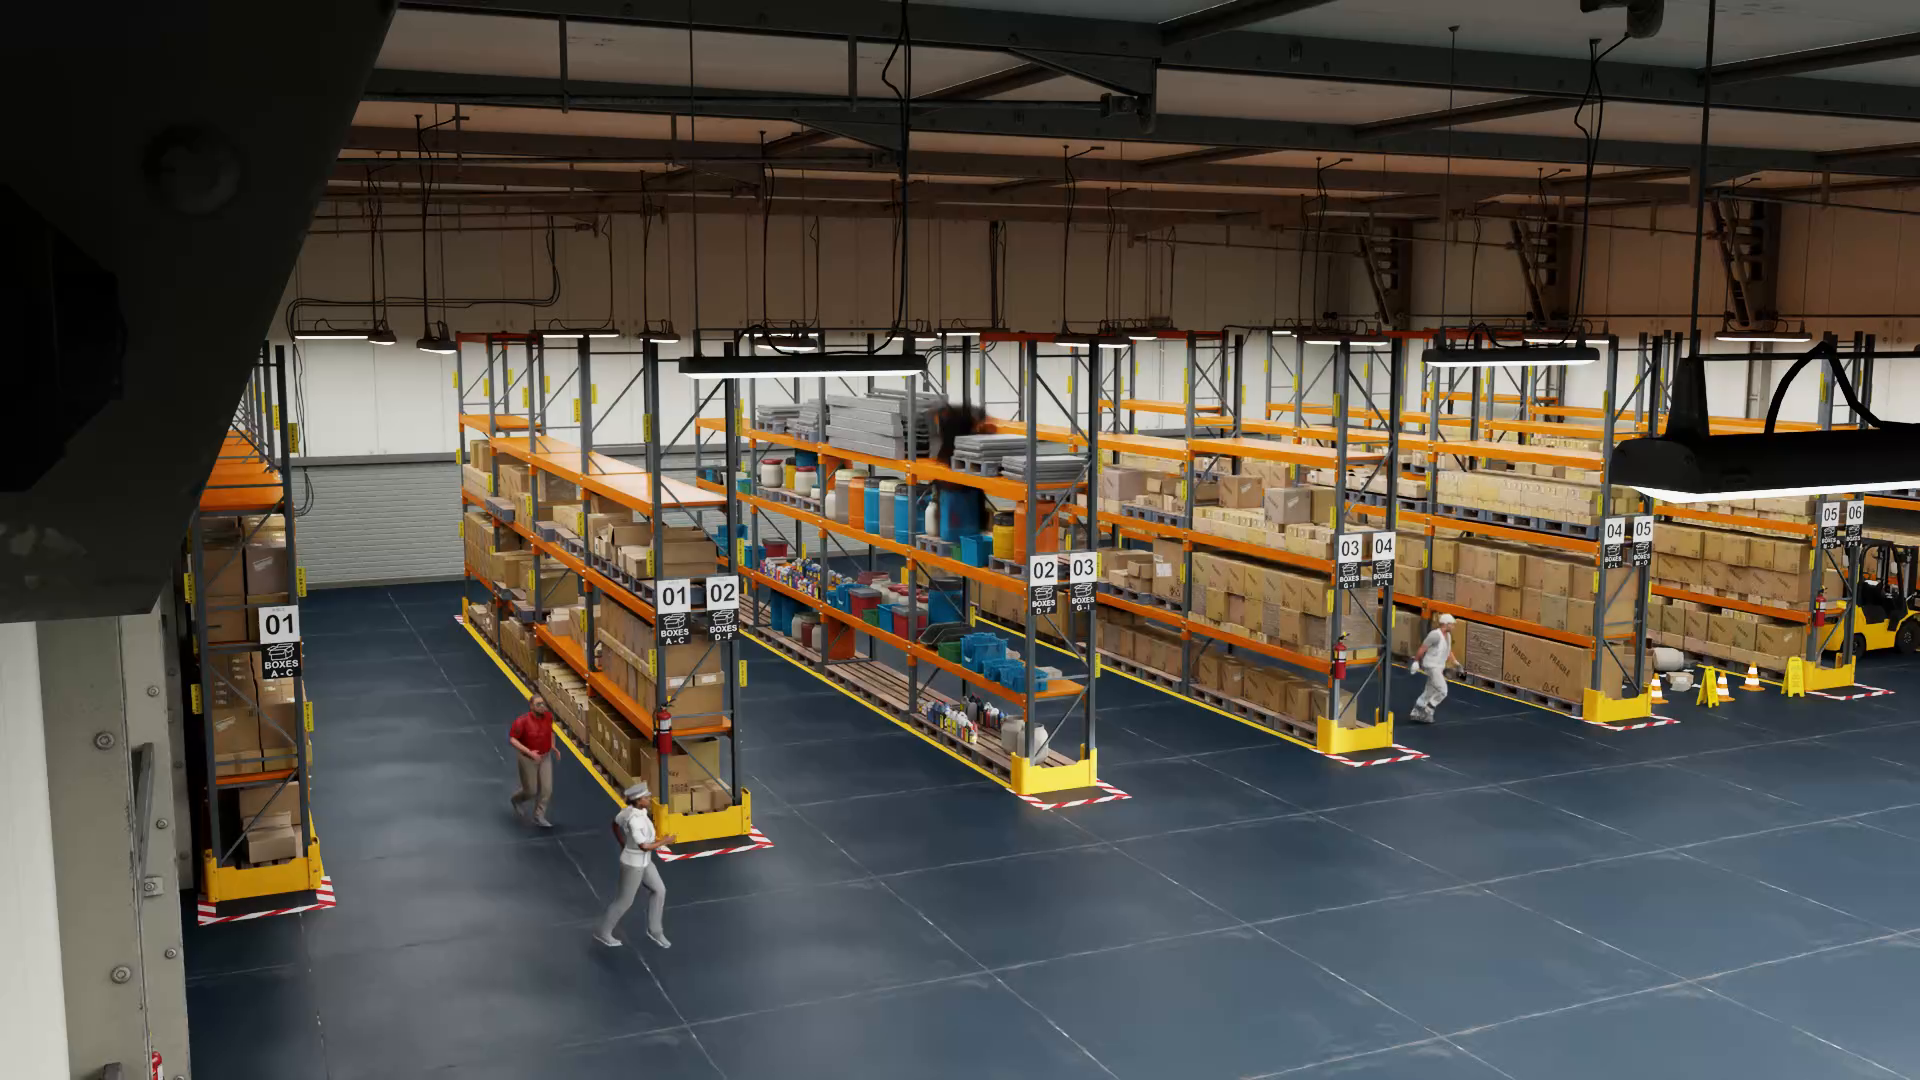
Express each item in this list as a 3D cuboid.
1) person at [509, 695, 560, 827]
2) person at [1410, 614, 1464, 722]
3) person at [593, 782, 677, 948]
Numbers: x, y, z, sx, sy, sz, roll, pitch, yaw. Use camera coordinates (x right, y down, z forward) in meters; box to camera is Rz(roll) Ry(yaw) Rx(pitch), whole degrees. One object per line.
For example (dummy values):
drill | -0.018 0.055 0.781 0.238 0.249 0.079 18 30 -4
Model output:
person | -5.343 2.729 20.746 0.659 1.678 0.776 -7 10 -43
person | 7.396 1.990 25.812 0.733 1.720 0.644 6 9 36
person | -3.246 3.269 16.606 0.848 1.749 0.524 0 8 -3
